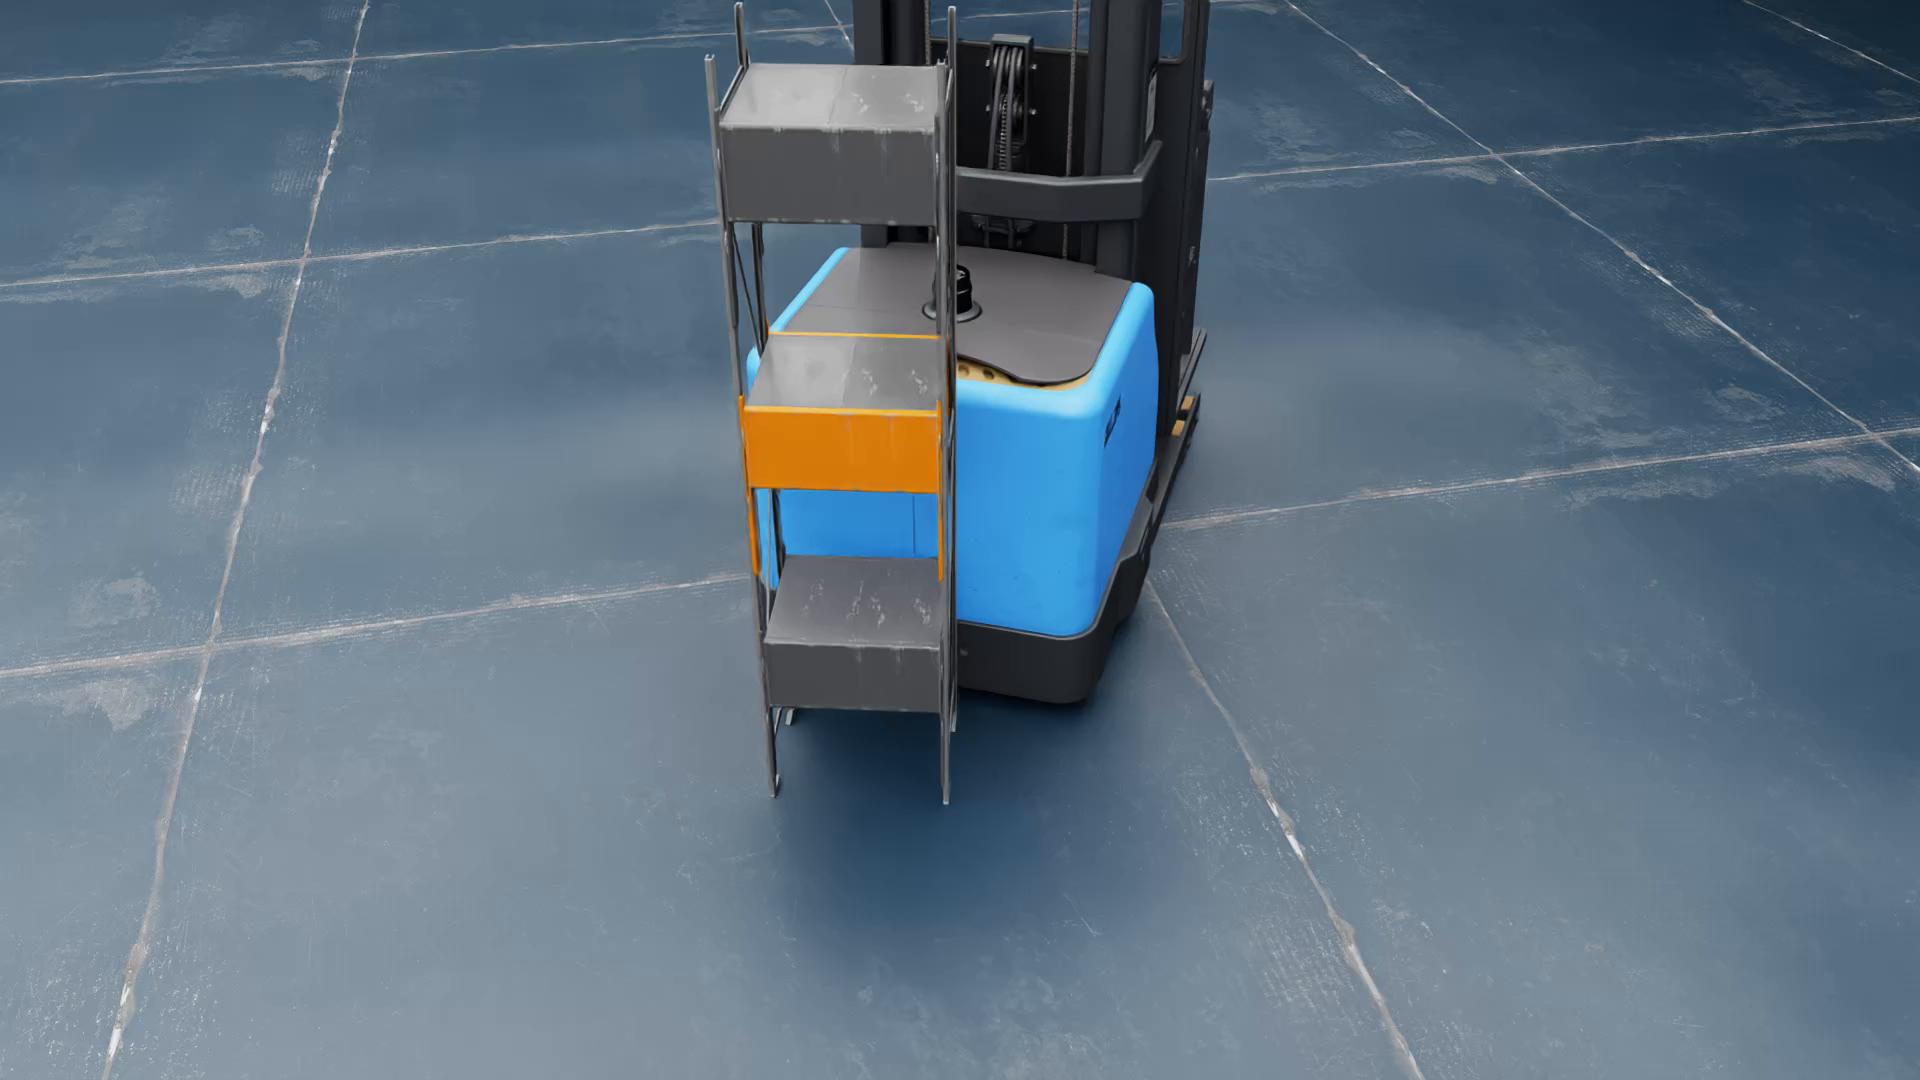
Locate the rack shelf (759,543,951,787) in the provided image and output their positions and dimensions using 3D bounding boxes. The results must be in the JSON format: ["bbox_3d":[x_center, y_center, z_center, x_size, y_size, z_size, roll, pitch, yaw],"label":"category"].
[{"bbox_3d":[-0.272,0.345,4.628,0.480,0.518,0.431,2,35,3],"label":"rack shelf"}]

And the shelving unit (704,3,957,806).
[{"bbox_3d":[-0.272,-0.244,4.224,0.503,2.100,0.431,2,35,3],"label":"shelving unit"}]

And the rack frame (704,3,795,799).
[{"bbox_3d":[-0.516,-0.252,4.236,0.015,2.100,0.400,2,35,3],"label":"rack frame"}]

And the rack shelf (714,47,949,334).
[{"bbox_3d":[-0.272,-0.809,3.835,0.480,0.518,0.431,2,35,3],"label":"rack shelf"}]

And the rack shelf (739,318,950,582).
[{"bbox_3d":[-0.272,-0.232,4.232,0.480,0.518,0.431,2,35,3],"label":"rack shelf"}]

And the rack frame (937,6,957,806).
[{"bbox_3d":[-0.028,-0.236,4.212,0.015,2.100,0.400,2,35,3],"label":"rack frame"}]

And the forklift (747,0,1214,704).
[{"bbox_3d":[0.286,-1.551,5.431,1.130,2.935,3.031,9,35,13],"label":"forklift"}]
